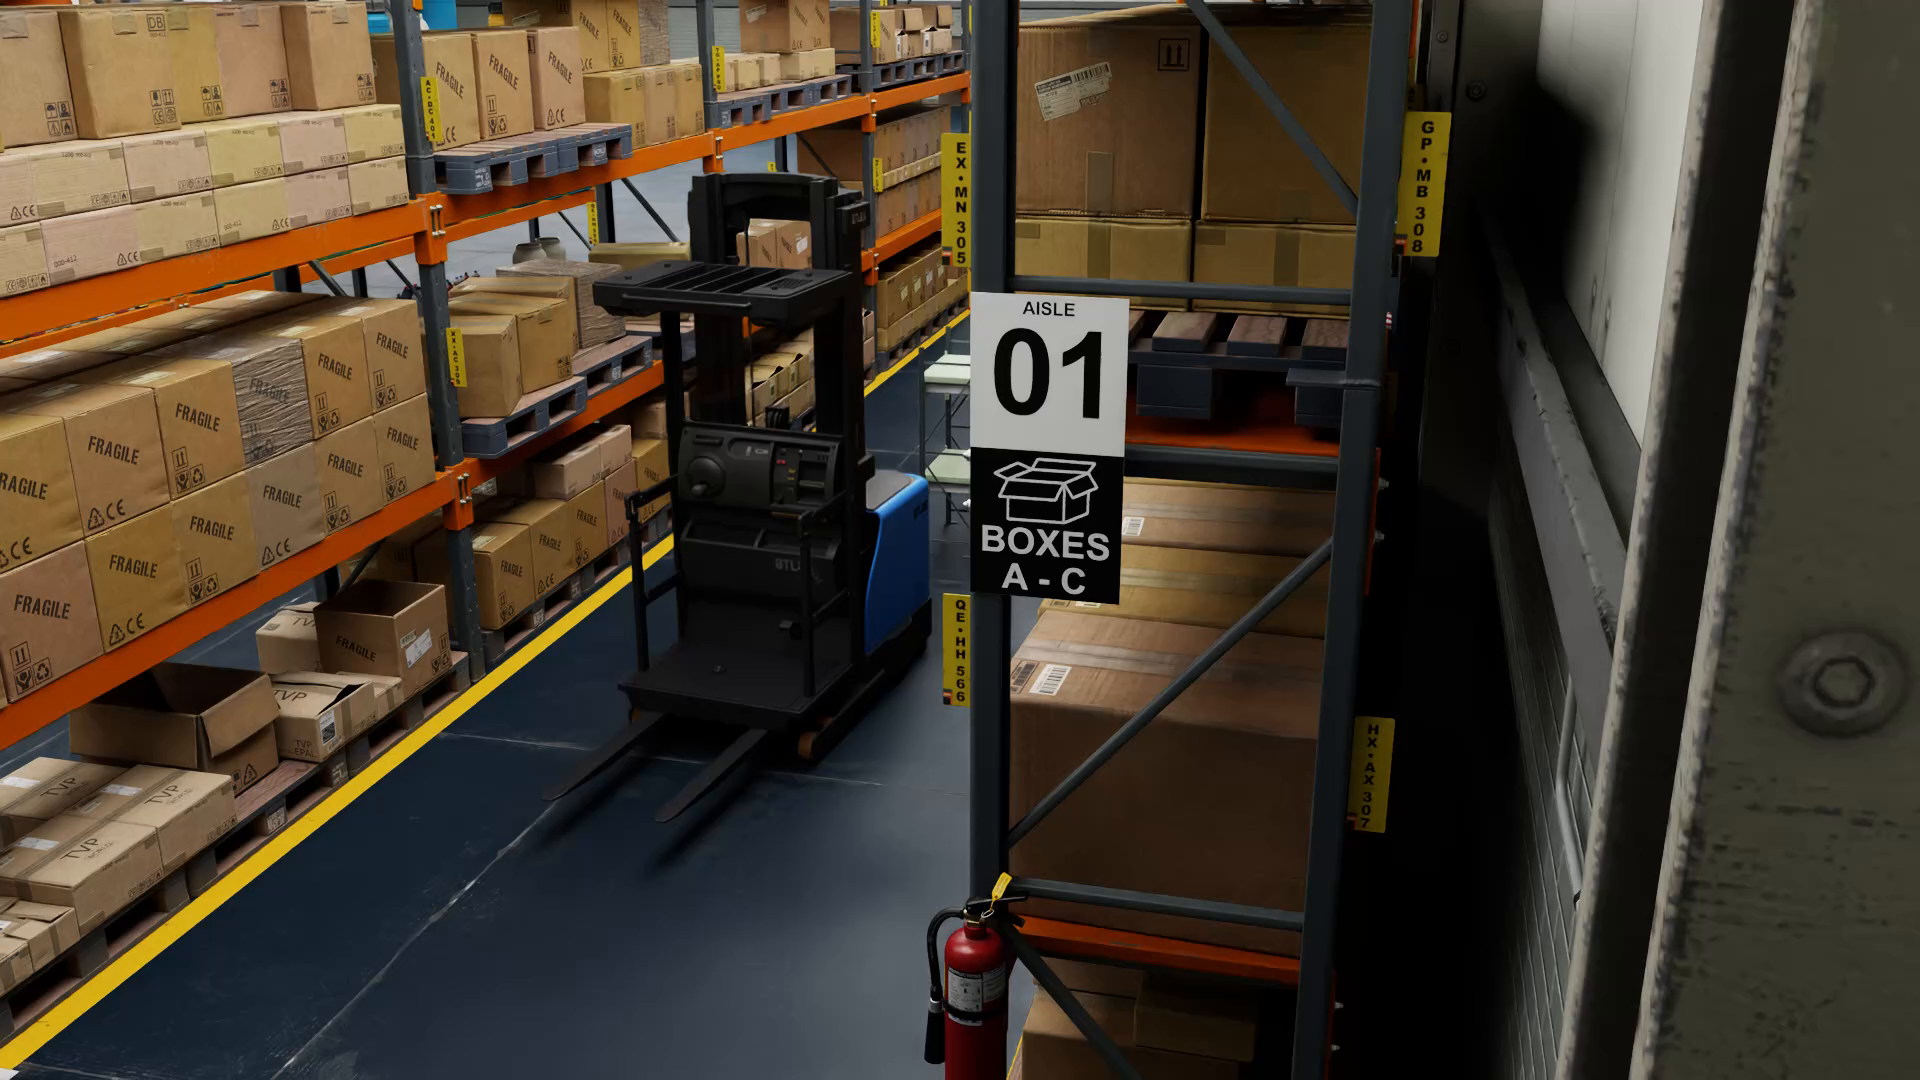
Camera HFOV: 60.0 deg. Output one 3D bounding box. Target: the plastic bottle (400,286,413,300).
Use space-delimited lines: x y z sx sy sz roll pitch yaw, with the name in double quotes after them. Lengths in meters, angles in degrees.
-6.271 -2.714 18.910 0.144 0.351 0.185 4 19 12 "plastic bottle"

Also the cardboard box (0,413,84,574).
-3.794 -0.184 6.385 0.500 0.500 0.500 5 19 14 "cardboard box"

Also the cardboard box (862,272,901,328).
-0.930 -2.515 17.355 0.500 0.500 0.500 5 19 13 "cardboard box"

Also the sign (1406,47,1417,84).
3.016 -3.154 11.217 0.100 0.325 0.005 5 19 13 "sign"

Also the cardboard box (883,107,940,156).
-0.632 -4.730 19.234 0.700 0.500 0.500 4 19 12 "cardboard box"

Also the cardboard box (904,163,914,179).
-0.718 -4.051 18.250 0.380 0.149 0.250 4 19 13 "cardboard box"

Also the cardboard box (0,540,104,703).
-3.794 0.291 6.540 0.500 0.500 0.500 4 19 13 "cardboard box"

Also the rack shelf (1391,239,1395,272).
1.992 -1.951 9.730 1.077 0.370 4.000 5 19 13 "rack shelf"

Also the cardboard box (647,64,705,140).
-2.398 -3.216 12.167 0.910 0.500 0.500 5 19 13 "cardboard box"

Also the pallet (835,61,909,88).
-1.164 -4.789 17.065 1.003 0.211 1.213 5 19 13 "pallet"

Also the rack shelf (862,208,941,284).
-0.858 -3.429 18.698 1.077 0.370 4.000 5 19 13 "rack shelf"

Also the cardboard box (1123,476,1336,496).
1.171 0.010 7.053 0.980 0.700 0.700 4 19 12 "cardboard box"

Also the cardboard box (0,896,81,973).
-3.782 1.569 6.656 0.380 0.166 0.250 5 19 13 "cardboard box"

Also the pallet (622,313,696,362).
-2.422 -1.580 12.469 1.213 0.211 1.003 5 19 13 "pallet"

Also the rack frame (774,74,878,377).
-1.347 -3.142 16.747 1.000 3.000 0.127 5 19 13 "rack frame"

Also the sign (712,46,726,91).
-1.799 -3.509 12.381 0.100 0.325 0.005 5 19 13 "sign"

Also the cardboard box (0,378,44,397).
-4.192 -0.384 6.970 0.500 0.500 0.500 5 20 15 "cardboard box"

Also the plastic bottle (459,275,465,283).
-6.001 -3.054 20.030 0.097 0.271 0.097 0 19 0 "plastic bottle"

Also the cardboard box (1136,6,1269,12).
0.937 -1.831 6.536 0.500 0.500 0.500 4 19 12 "cardboard box"

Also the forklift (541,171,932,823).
-1.158 -0.368 8.730 1.130 2.935 3.031 7 20 19 "forklift"

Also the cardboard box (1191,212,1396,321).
0.942 -0.795 4.662 0.500 0.250 0.500 6 20 16 "cardboard box"

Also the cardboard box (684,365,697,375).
-2.314 -1.399 14.378 0.500 0.311 0.500 4 19 13 "cardboard box"

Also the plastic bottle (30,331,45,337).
-7.091 -1.707 12.725 0.061 0.283 0.133 5 19 13 "plastic bottle"

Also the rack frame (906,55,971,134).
-0.370 -4.396 20.417 1.000 3.000 0.127 5 19 13 "rack frame"

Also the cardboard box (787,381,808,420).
-1.668 -1.248 14.805 0.500 0.250 0.500 4 19 12 "cardboard box"

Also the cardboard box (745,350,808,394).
-1.664 -1.517 14.726 0.500 0.311 0.500 4 19 12 "cardboard box"

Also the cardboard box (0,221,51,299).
-3.772 -1.026 6.143 0.500 0.250 0.500 5 19 13 "cardboard box"

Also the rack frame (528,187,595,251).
-5.172 -4.788 21.566 1.000 3.000 0.127 5 19 13 "rack frame"

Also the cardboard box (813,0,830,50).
-1.536 -4.854 15.540 0.500 0.500 0.500 5 19 14 "cardboard box"

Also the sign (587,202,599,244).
-2.863 -2.479 13.014 0.100 0.325 0.005 5 19 13 "sign"

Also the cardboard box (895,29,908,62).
-0.836 -5.091 17.083 0.500 0.311 0.500 4 19 10 "cardboard box"

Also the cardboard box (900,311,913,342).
-0.813 -2.318 17.936 0.500 0.250 0.500 5 19 13 "cardboard box"

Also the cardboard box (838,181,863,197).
-1.093 -3.566 16.828 0.380 0.149 0.250 5 19 13 "cardboard box"

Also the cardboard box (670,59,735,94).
-2.157 -3.748 13.462 0.500 0.250 0.500 5 20 15 "cardboard box"

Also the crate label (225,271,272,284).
-6.622 -2.588 15.068 0.502 0.435 0.616 5 19 13 "crate label"

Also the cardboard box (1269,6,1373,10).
1.433 -1.795 6.429 0.500 0.500 0.500 4 19 12 "cardboard box"

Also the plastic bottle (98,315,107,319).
-6.938 -1.889 13.384 0.097 0.201 0.097 0 19 0 "plastic bottle"

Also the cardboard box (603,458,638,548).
-2.574 -0.275 11.539 0.500 0.500 0.500 4 19 11 "cardboard box"

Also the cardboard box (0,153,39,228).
-3.772 -1.263 6.062 0.500 0.250 0.500 5 19 13 "cardboard box"

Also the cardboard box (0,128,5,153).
-3.965 -1.633 5.987 0.700 0.500 0.500 5 19 13 "cardboard box"

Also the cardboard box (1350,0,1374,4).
3.854 -4.833 15.323 0.500 0.500 0.500 5 20 15 "cardboard box"

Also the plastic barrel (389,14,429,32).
-5.854 -5.325 17.674 0.421 0.512 0.421 0 19 0 "plastic barrel"

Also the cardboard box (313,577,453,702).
-3.166 0.541 9.150 0.500 0.500 0.500 5 19 13 "cardboard box"

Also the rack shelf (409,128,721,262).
-2.813 -2.341 10.872 1.077 0.370 4.000 5 19 13 "rack shelf"

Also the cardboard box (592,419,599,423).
-2.835 -0.629 12.576 0.500 0.500 0.500 4 19 11 "cardboard box"

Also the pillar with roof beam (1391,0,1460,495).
-0.538 -5.017 12.953 9.100 9.000 0.400 5 19 13 "pillar with roof beam"

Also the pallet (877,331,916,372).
-1.112 -2.069 17.918 1.003 0.211 1.213 5 19 13 "pallet"

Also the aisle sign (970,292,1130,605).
0.217 -0.222 4.176 0.394 0.787 0.004 5 19 13 "aisle sign"

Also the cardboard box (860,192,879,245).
-1.245 -3.329 17.139 0.700 0.500 0.500 4 19 12 "cardboard box"

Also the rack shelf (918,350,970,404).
0.002 -1.081 11.825 0.431 0.370 0.720 5 19 13 "rack shelf"

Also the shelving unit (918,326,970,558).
0.002 -0.712 11.951 0.431 1.500 0.755 5 19 13 "shelving unit"

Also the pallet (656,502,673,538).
-2.543 -0.338 12.851 1.003 0.211 1.213 5 19 13 "pallet"

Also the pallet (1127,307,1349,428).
0.697 -0.602 4.806 1.003 0.211 1.213 5 19 13 "pallet"

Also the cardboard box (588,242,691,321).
-2.369 -1.928 12.388 0.700 0.500 0.500 -2 19 -5 "cardboard box"
